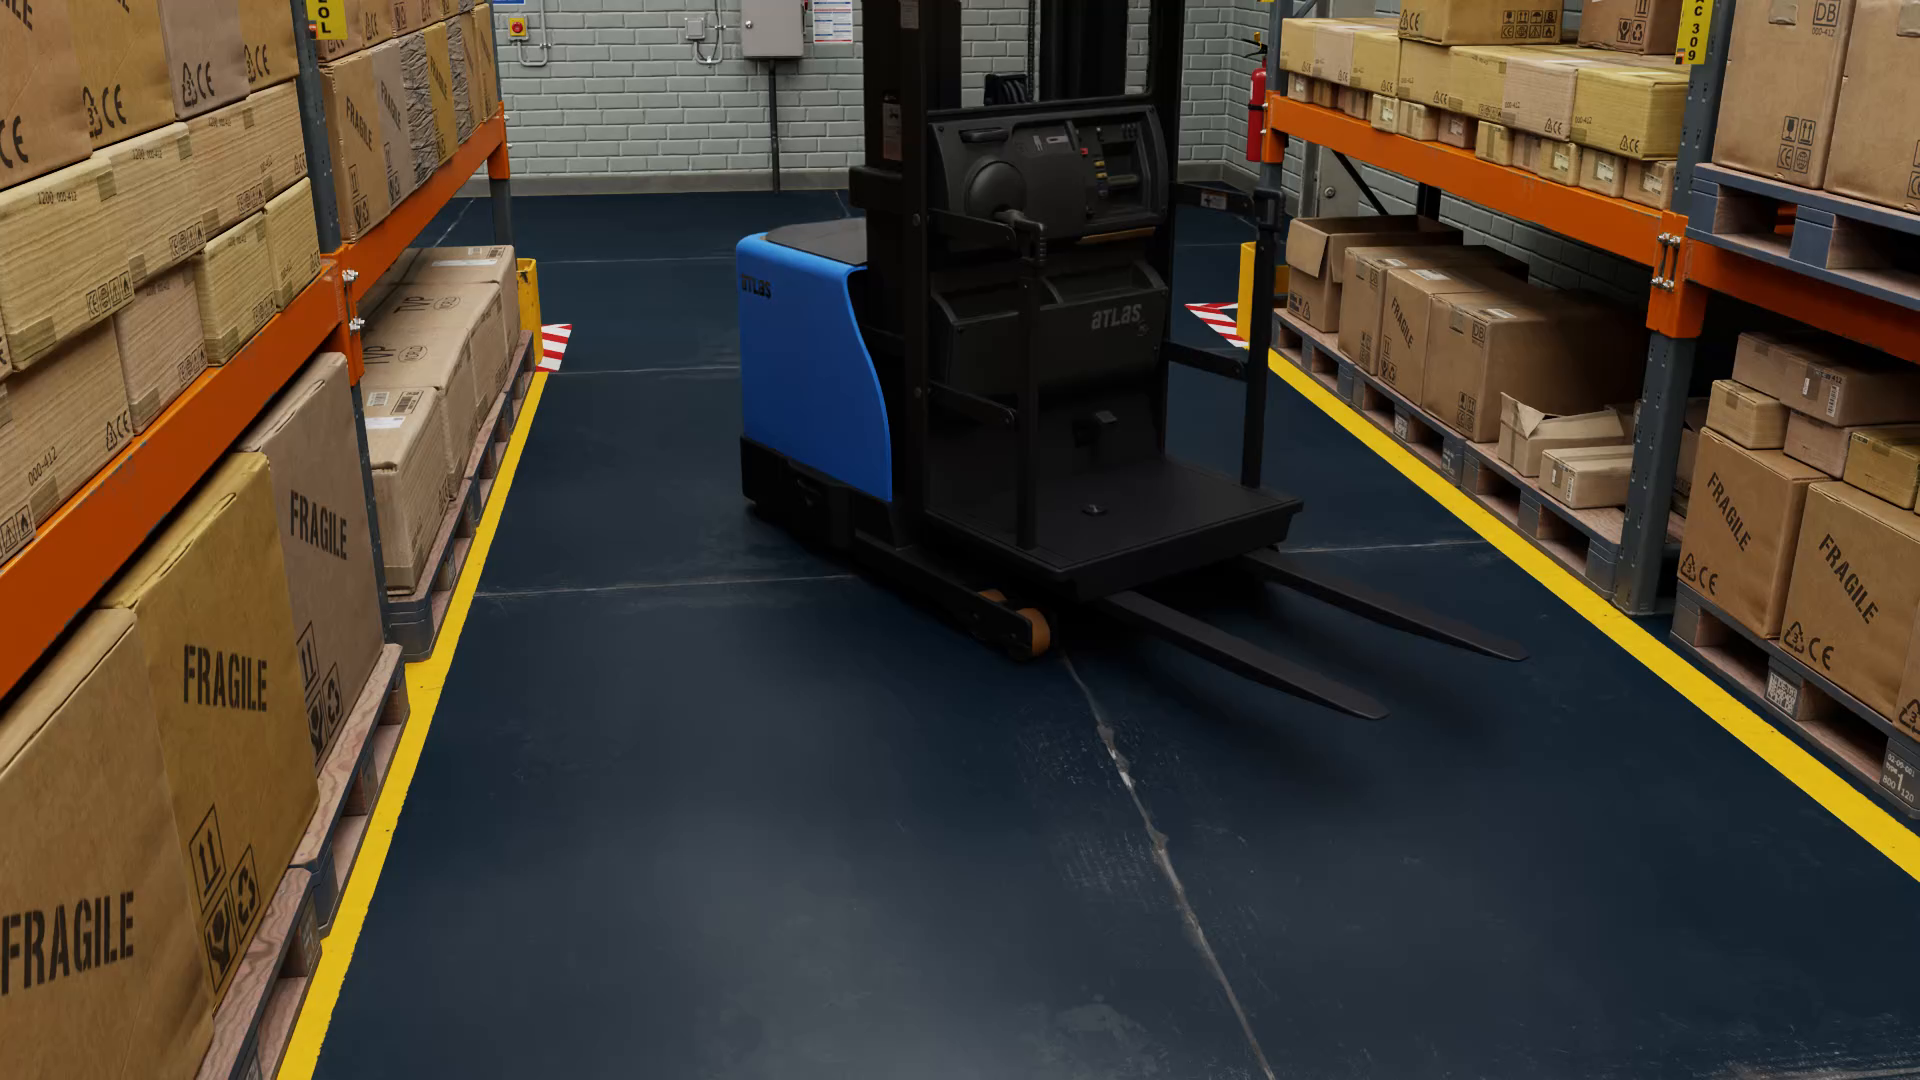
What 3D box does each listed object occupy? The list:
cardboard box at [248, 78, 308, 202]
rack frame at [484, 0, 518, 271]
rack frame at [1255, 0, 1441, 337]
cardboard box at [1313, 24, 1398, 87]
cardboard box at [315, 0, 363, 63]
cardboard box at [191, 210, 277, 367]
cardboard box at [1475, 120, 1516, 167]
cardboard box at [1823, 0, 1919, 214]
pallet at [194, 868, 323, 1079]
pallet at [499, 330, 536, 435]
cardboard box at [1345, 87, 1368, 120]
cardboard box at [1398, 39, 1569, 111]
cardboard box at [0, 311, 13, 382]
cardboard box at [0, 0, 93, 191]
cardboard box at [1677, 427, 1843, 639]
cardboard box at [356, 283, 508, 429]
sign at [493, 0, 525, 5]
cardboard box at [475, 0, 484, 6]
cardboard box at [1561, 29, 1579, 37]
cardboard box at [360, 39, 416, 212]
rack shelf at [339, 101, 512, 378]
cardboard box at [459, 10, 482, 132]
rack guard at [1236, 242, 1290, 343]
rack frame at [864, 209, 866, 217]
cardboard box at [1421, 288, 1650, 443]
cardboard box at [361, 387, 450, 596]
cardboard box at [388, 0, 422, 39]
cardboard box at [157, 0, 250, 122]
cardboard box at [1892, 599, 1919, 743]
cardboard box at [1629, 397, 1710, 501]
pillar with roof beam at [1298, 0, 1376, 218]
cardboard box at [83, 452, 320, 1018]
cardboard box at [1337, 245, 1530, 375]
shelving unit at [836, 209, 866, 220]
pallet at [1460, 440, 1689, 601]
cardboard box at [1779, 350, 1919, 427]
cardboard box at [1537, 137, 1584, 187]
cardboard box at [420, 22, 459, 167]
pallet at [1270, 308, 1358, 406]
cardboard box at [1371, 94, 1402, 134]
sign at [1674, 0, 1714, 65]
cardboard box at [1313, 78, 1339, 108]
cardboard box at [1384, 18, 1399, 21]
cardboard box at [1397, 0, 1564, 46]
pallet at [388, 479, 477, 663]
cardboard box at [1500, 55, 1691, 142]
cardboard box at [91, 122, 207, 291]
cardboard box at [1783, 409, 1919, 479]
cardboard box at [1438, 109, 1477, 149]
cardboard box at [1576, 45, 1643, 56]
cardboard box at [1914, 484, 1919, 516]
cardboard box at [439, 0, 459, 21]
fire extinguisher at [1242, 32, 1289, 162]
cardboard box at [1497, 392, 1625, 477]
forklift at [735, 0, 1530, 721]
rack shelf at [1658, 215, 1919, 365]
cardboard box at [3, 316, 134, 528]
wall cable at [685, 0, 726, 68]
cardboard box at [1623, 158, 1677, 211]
[{"bbox_3d":[-1.901,-0.963,4.006,0.500,0.250,0.500,-3,21,-8],"label":"cardboard box"},{"bbox_3d":[-2.782,-2.324,8.152,1.000,3.000,0.127,-3,21,-8],"label":"rack frame"},{"bbox_3d":[2.129,-2.576,8.825,1.000,3.000,0.127,-3,21,-8],"label":"rack frame"},{"bbox_3d":[2.001,-2.300,7.875,0.500,0.250,0.500,-3,21,-7],"label":"cardboard box"},{"bbox_3d":[-2.034,-1.631,4.725,0.500,0.500,0.500,-3,21,-7],"label":"cardboard box"},{"bbox_3d":[-1.819,-0.550,3.616,0.500,0.250,0.500,-3,21,-9],"label":"cardboard box"},{"bbox_3d":[2.214,-1.528,6.379,0.380,0.149,0.250,-3,21,-9],"label":"cardboard box"},{"bbox_3d":[2.629,-1.076,4.068,0.700,0.500,0.500,-3,21,-7],"label":"cardboard box"},{"bbox_3d":[-1.840,1.054,3.093,1.003,0.211,1.213,-3,21,-8],"label":"pallet"},{"bbox_3d":[-2.589,-0.745,7.909,1.003,0.211,1.213,-3,21,-8],"label":"pallet"},{"bbox_3d":[2.036,-2.065,7.816,0.380,0.149,0.250,-2,21,-6],"label":"cardboard box"},{"bbox_3d":[2.172,-1.948,6.935,0.500,0.250,0.500,-3,21,-9],"label":"cardboard box"},{"bbox_3d":[-1.590,-0.258,2.120,0.500,0.250,0.500,-3,21,-8],"label":"cardboard box"},{"bbox_3d":[-1.667,-0.779,2.442,0.500,0.500,0.500,-3,21,-7],"label":"cardboard box"},{"bbox_3d":[2.553,-0.038,5.002,0.500,0.500,0.500,-2,21,-5],"label":"cardboard box"},{"bbox_3d":[-2.448,-0.781,7.081,0.875,0.438,0.875,-2,21,-6],"label":"cardboard box"},{"bbox_3d":[-3.674,-4.421,13.378,0.327,0.218,0.001,-3,21,-8],"label":"sign"},{"bbox_3d":[-2.477,-2.684,7.544,0.500,0.500,0.500,-2,21,-6],"label":"cardboard box"},{"bbox_3d":[2.598,-2.149,7.471,0.500,0.250,0.500,-2,21,-6],"label":"cardboard box"},{"bbox_3d":[-2.082,-1.336,5.363,0.500,0.500,0.500,-3,21,-7],"label":"cardboard box"},{"bbox_3d":[-2.494,-1.295,6.423,1.077,0.370,4.000,-3,21,-8],"label":"rack shelf"},{"bbox_3d":[-2.393,-2.043,7.255,0.500,0.500,0.500,-3,21,-9],"label":"cardboard box"},{"bbox_3d":[2.140,-1.378,9.192,1.175,0.500,0.348,-3,21,-8],"label":"rack guard"},{"bbox_3d":[-0.305,-0.875,7.057,0.200,1.050,0.008,9,22,24],"label":"rack frame"},{"bbox_3d":[2.358,-0.728,6.849,0.700,0.500,0.500,-4,21,-10],"label":"cardboard box"},{"bbox_3d":[-2.190,-0.158,5.415,0.875,0.438,0.875,-3,21,-9],"label":"cardboard box"},{"bbox_3d":[-2.164,-1.985,5.671,0.500,0.500,0.500,-3,21,-7],"label":"cardboard box"},{"bbox_3d":[-1.810,-1.134,3.392,0.500,0.500,0.500,-3,21,-7],"label":"cardboard box"},{"bbox_3d":[2.707,0.319,4.047,0.500,0.500,0.500,-4,21,-9],"label":"cardboard box"},{"bbox_3d":[2.845,-0.369,6.159,0.500,0.311,0.500,-2,21,-6],"label":"cardboard box"},{"bbox_3d":[-1.627,-6.148,9.815,9.100,9.000,0.400,-3,21,-8],"label":"pillar with roof beam"},{"bbox_3d":[-1.899,0.382,3.341,0.875,0.875,0.875,-2,21,-6],"label":"cardboard box"},{"bbox_3d":[2.209,-1.087,7.812,0.700,0.500,0.500,-2,21,-6],"label":"cardboard box"},{"bbox_3d":[-0.358,-0.836,6.954,0.215,1.050,0.252,9,22,24],"label":"shelving unit"},{"bbox_3d":[2.608,-0.122,6.242,1.003,0.211,1.213,-3,21,-8],"label":"pallet"},{"bbox_3d":[2.579,-0.435,4.713,0.380,0.149,0.250,-4,21,-10],"label":"cardboard box"},{"bbox_3d":[2.290,-1.349,5.899,0.380,0.149,0.250,-2,21,-6],"label":"cardboard box"},{"bbox_3d":[-2.222,-1.687,6.303,0.500,0.500,0.500,-2,21,-6],"label":"cardboard box"},{"bbox_3d":[2.256,-0.967,8.504,1.003,0.211,1.213,-3,21,-8],"label":"pallet"},{"bbox_3d":[2.042,-1.882,7.326,0.380,0.149,0.250,-4,21,-9],"label":"cardboard box"},{"bbox_3d":[2.170,-1.566,4.885,0.100,0.325,0.005,-3,21,-8],"label":"sign"},{"bbox_3d":[1.988,-2.245,8.298,0.380,0.149,0.250,-2,21,-6],"label":"cardboard box"},{"bbox_3d":[2.458,-2.499,8.409,0.500,0.250,0.500,-2,21,-6],"label":"cardboard box"},{"bbox_3d":[2.145,-2.306,6.821,0.500,0.500,0.500,-2,21,-6],"label":"cardboard box"},{"bbox_3d":[-2.237,0.100,5.647,1.003,0.211,1.213,-3,21,-8],"label":"pallet"},{"bbox_3d":[2.304,-1.597,5.993,0.500,0.250,0.500,-3,21,-8],"label":"cardboard box"},{"bbox_3d":[-1.741,-0.611,3.065,0.500,0.250,0.500,-2,21,-6],"label":"cardboard box"},{"bbox_3d":[2.611,-0.291,4.753,0.380,0.149,0.250,-3,21,-9],"label":"cardboard box"},{"bbox_3d":[2.205,-1.706,6.856,0.380,0.149,0.250,-3,21,-8],"label":"cardboard box"},{"bbox_3d":[2.750,-1.797,6.530,0.500,0.250,0.500,-2,21,-7],"label":"cardboard box"},{"bbox_3d":[2.712,-0.108,4.264,0.380,0.149,0.250,-3,21,-9],"label":"cardboard box"},{"bbox_3d":[-2.304,-2.334,6.605,0.500,0.500,0.500,-3,21,-8],"label":"cardboard box"},{"bbox_3d":[1.651,-2.392,8.978,0.296,0.674,0.183,-3,21,-8],"label":"fire extinguisher"},{"bbox_3d":[2.284,-0.408,6.330,0.396,0.266,0.258,-2,21,-6],"label":"cardboard box"},{"bbox_3d":[0.437,-1.190,5.212,1.130,2.935,3.031,-15,25,-34],"label":"forklift"},{"bbox_3d":[2.994,-0.161,3.389,1.077,0.370,4.000,-3,21,-8],"label":"rack shelf"},{"bbox_3d":[-1.686,-0.196,2.667,0.500,0.250,0.500,-3,21,-8],"label":"cardboard box"},{"bbox_3d":[-2.216,-4.827,13.400,0.588,1.984,0.122,-3,21,-8],"label":"wall cable"},{"bbox_3d":[2.410,-1.171,5.423,0.380,0.149,0.250,-3,21,-7],"label":"cardboard box"}]
